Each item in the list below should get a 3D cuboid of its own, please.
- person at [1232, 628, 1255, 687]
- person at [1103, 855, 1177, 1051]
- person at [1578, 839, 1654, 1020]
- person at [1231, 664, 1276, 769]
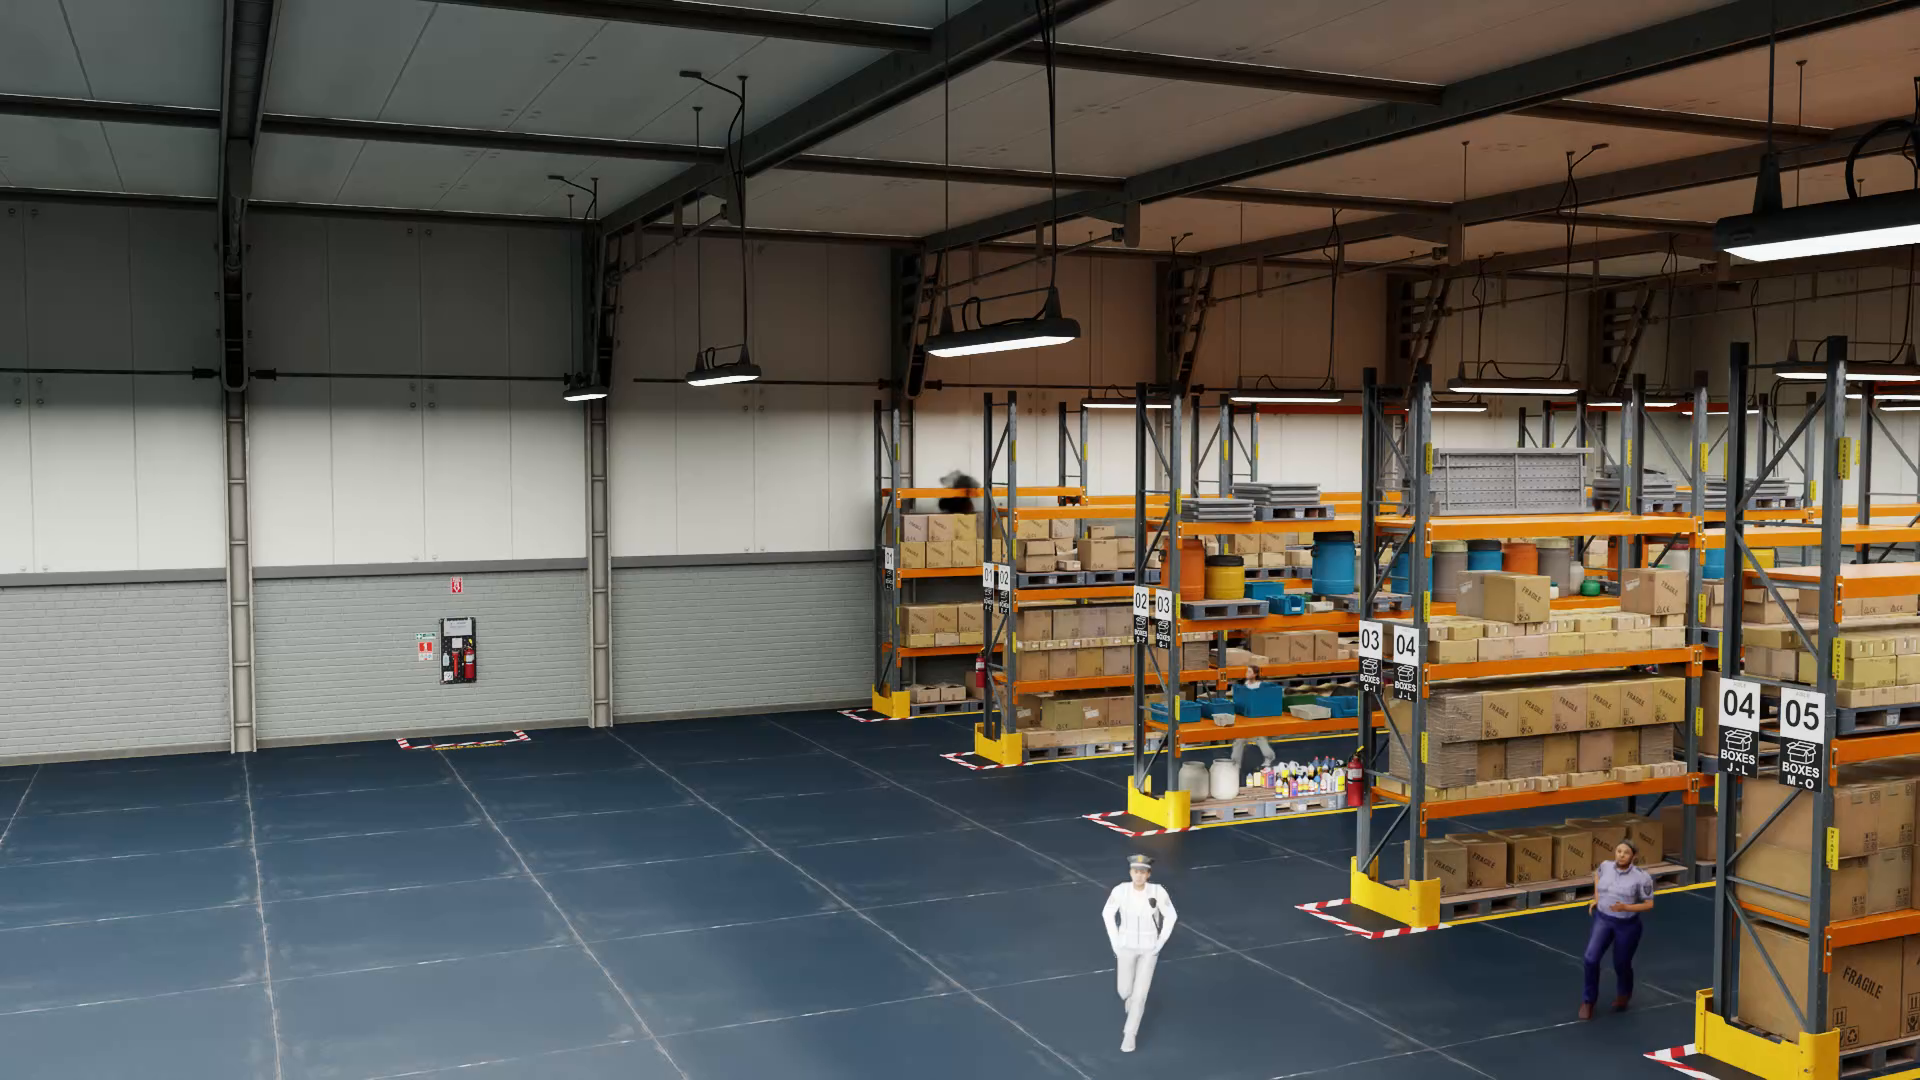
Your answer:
[{"bbox_3d":[5.432,2.450,31.403,0.904,1.734,0.644,-1,4,-23],"label":"person"},{"bbox_3d":[1.555,3.509,14.393,0.641,1.667,0.640,1,3,9],"label":"person"},{"bbox_3d":[5.953,3.509,14.966,0.595,1.682,0.737,3,4,40],"label":"person"},{"bbox_3d":[4.565,2.787,26.073,0.940,1.677,0.558,-2,4,-35],"label":"person"}]
